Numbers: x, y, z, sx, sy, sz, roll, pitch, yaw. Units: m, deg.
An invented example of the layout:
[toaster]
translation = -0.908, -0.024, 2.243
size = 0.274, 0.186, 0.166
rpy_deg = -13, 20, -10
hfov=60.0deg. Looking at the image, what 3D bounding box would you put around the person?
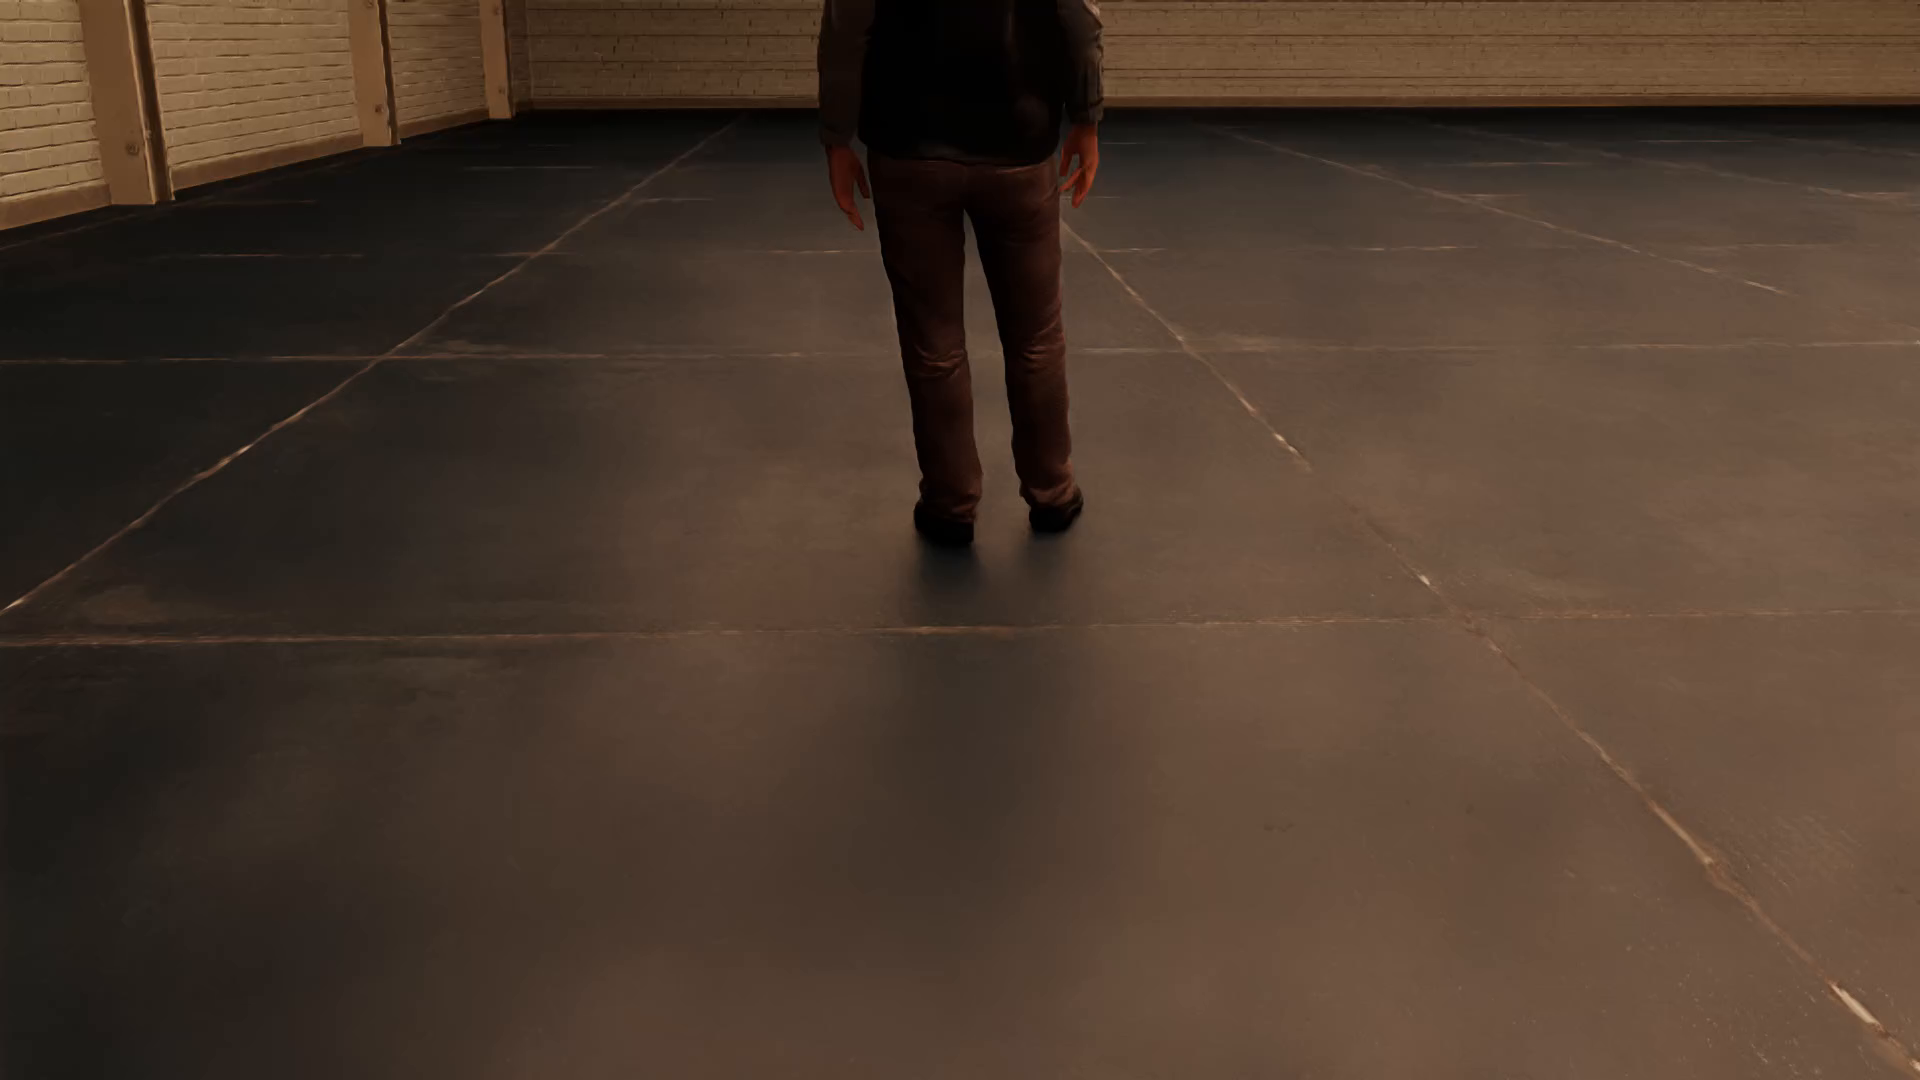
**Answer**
[person]
translation = 0.004, -0.851, 3.732
size = 0.632, 1.720, 0.551
rpy_deg = -1, 17, -3
